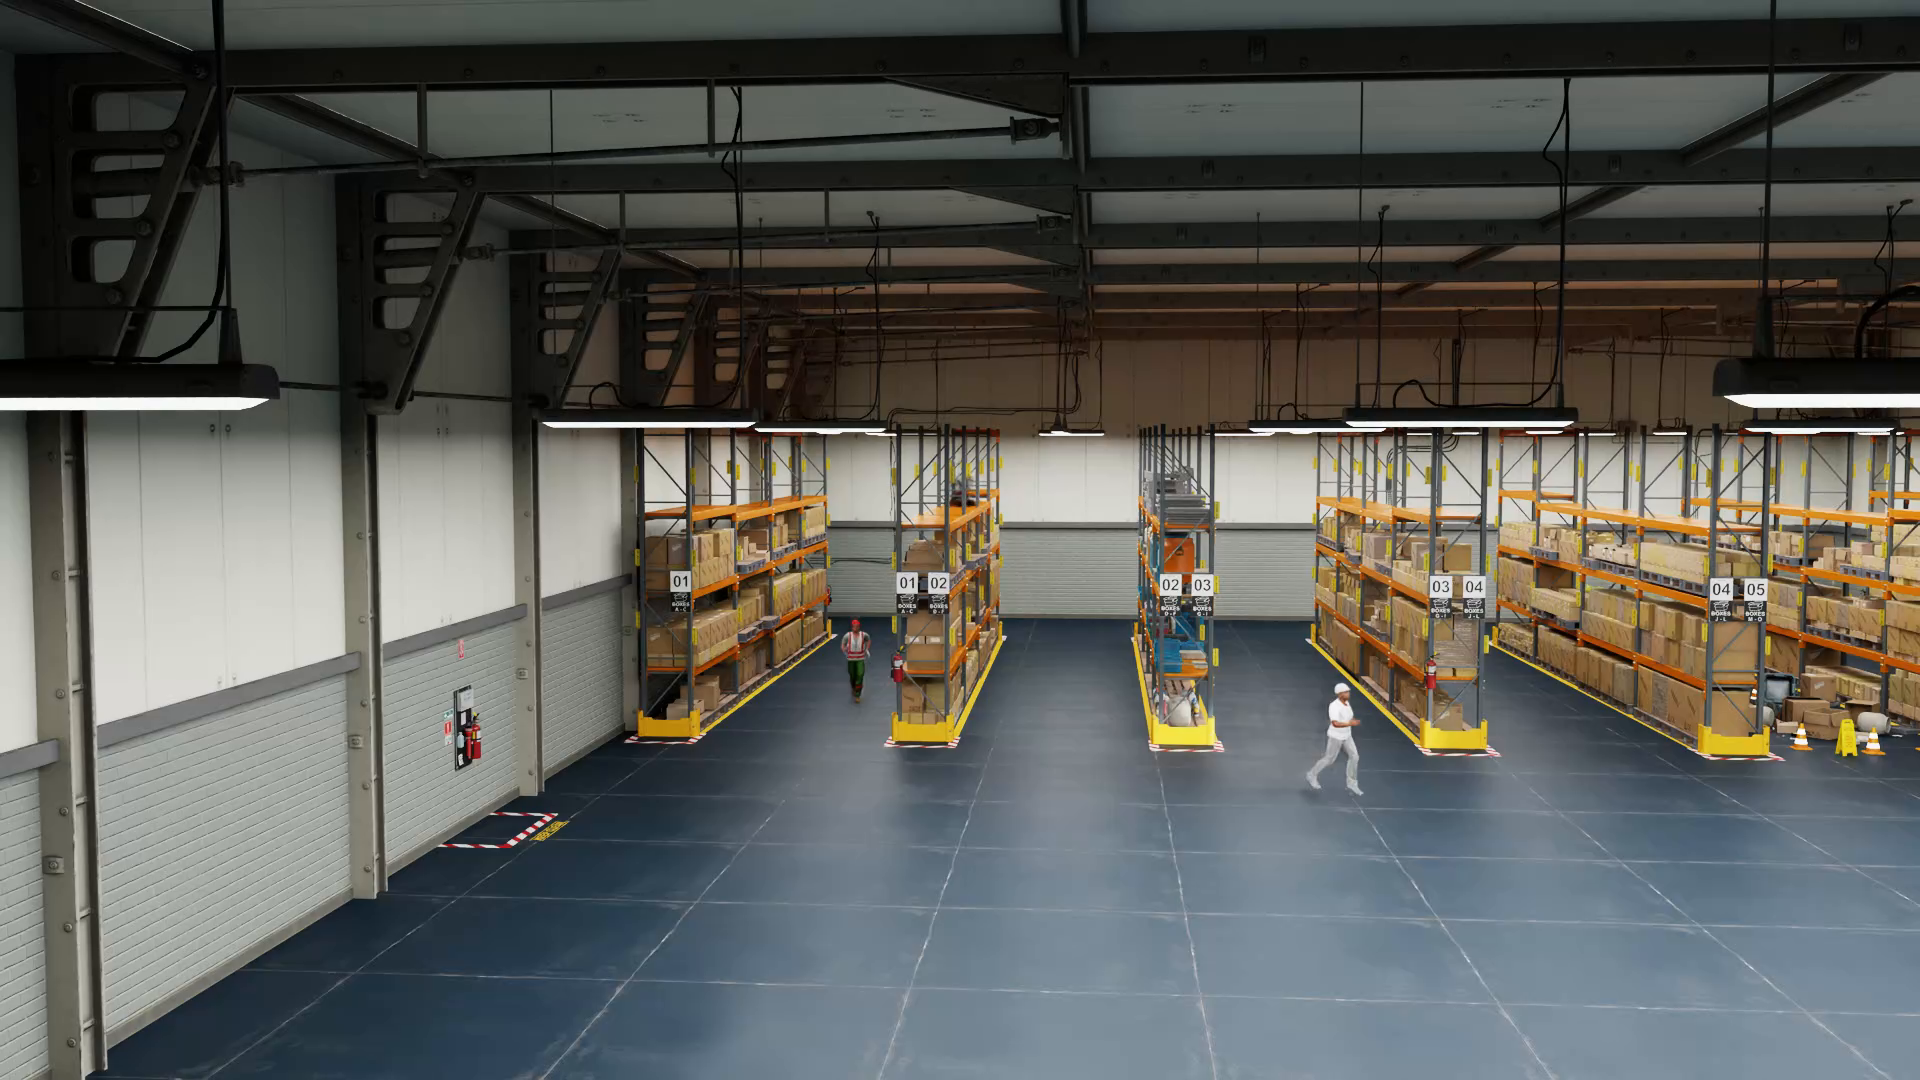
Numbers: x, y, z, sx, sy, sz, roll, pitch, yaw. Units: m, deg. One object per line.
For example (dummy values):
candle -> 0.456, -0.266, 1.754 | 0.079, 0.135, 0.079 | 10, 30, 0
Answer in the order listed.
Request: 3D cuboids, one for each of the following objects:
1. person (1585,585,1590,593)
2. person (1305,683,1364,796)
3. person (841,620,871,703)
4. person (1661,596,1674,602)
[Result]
person -> 17.073, 2.074, 45.446 | 0.682, 1.724, 0.644 | -1, 4, -12
person -> 6.093, 3.191, 26.876 | 0.892, 1.785, 0.710 | 3, 4, 38
person -> -2.269, 2.613, 36.304 | 0.634, 1.777, 0.960 | 0, 3, -1
person -> 20.198, 2.042, 47.237 | 0.689, 1.742, 0.644 | 0, 3, 7
